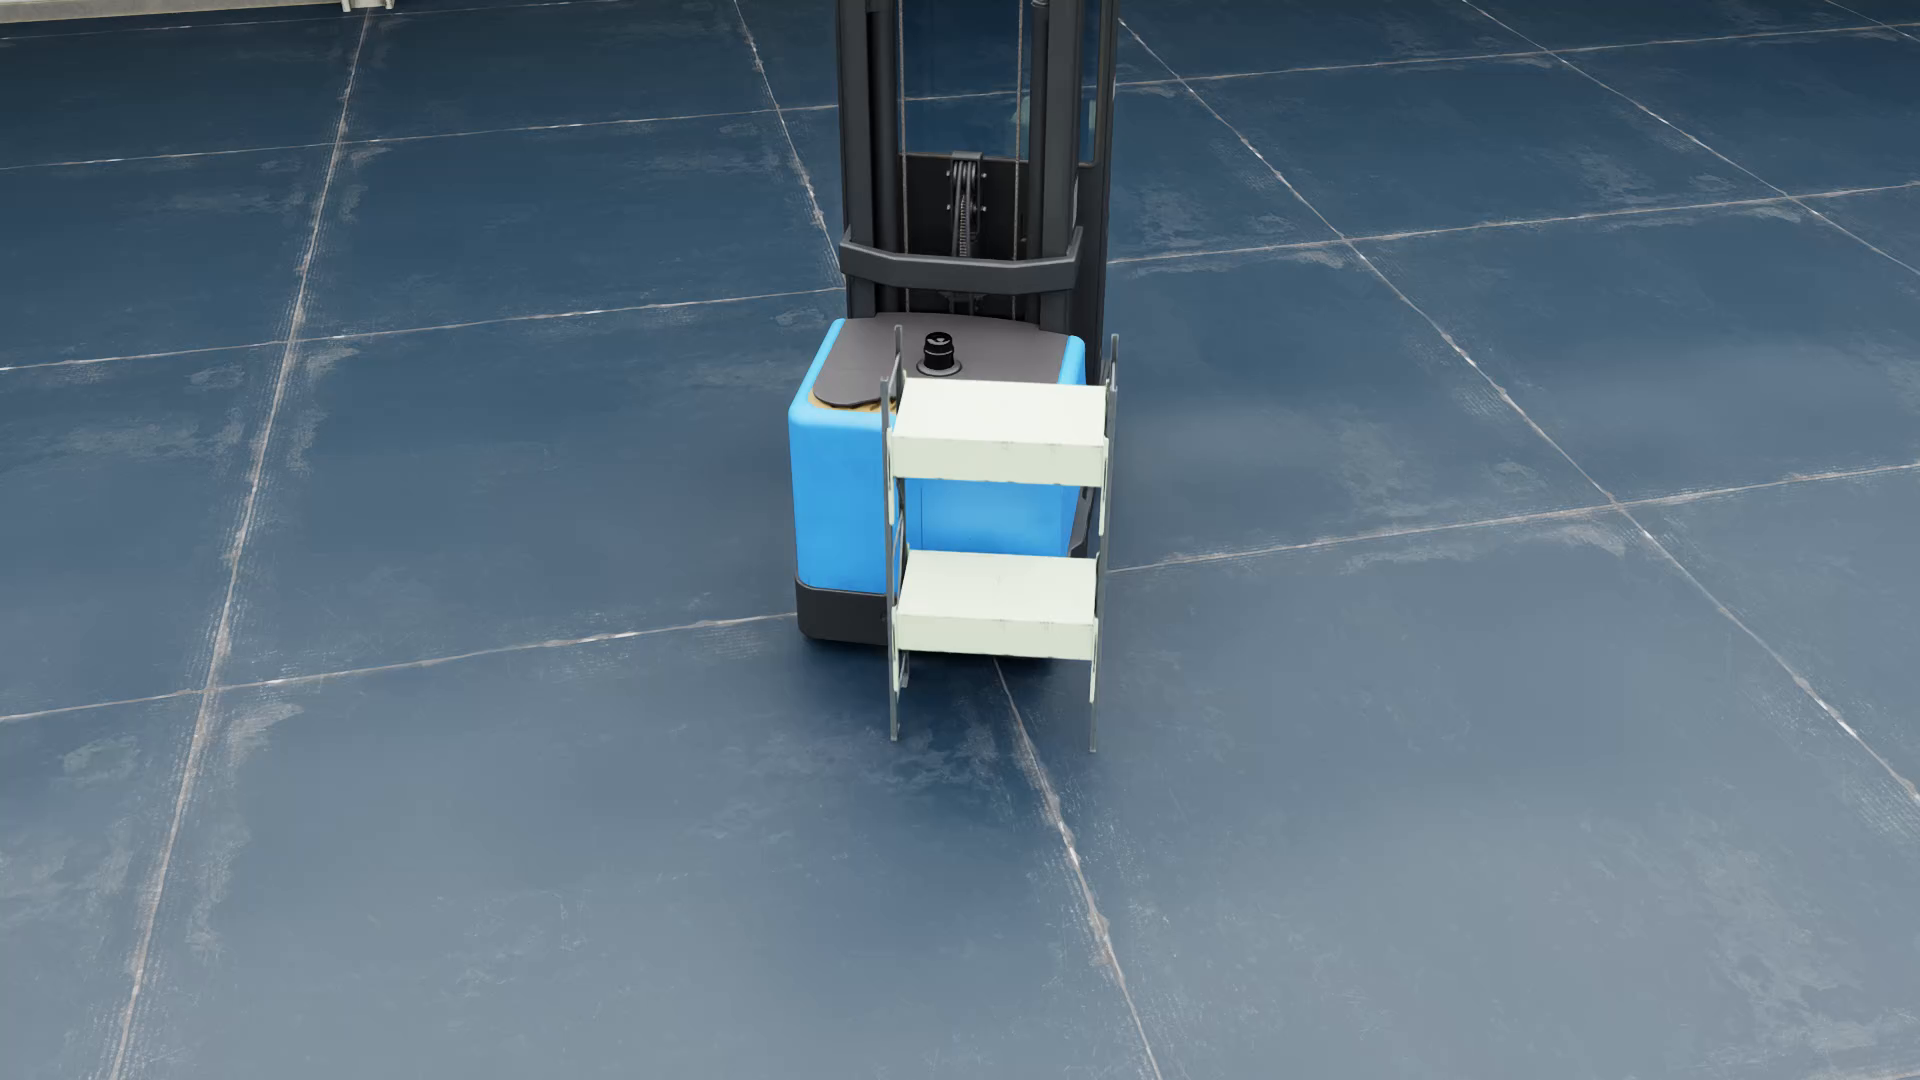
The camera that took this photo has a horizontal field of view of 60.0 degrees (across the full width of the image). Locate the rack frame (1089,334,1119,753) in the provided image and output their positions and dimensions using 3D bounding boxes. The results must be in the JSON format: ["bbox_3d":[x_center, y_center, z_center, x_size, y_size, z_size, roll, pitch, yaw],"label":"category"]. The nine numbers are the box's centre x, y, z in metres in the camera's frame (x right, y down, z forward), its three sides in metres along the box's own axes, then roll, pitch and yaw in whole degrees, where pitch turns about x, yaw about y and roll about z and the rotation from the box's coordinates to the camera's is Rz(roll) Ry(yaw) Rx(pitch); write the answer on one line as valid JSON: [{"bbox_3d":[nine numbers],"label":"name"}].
[{"bbox_3d":[0.503,0.043,5.838,0.023,1.500,0.400,3,34,4],"label":"rack frame"}]

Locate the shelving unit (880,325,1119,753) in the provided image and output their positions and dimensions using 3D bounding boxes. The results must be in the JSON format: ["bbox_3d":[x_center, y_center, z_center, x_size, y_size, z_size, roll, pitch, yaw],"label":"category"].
[{"bbox_3d":[0.139,0.025,5.866,0.755,1.500,0.431,3,34,4],"label":"shelving unit"}]

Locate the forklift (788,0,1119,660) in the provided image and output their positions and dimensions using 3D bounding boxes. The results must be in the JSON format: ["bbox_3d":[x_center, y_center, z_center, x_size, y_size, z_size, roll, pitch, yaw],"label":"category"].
[{"bbox_3d":[0.102,-1.563,6.948,1.130,2.935,3.031,5,34,8],"label":"forklift"}]

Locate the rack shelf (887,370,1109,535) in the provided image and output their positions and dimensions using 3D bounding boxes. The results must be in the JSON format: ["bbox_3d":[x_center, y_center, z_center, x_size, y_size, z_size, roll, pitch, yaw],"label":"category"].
[{"bbox_3d":[0.139,-0.301,5.650,0.720,0.370,0.431,3,34,4],"label":"rack shelf"}]

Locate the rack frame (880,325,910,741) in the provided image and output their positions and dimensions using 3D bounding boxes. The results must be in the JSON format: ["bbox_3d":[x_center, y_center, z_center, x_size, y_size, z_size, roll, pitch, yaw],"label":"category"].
[{"bbox_3d":[-0.226,0.006,5.893,0.023,1.500,0.400,3,34,4],"label":"rack frame"}]

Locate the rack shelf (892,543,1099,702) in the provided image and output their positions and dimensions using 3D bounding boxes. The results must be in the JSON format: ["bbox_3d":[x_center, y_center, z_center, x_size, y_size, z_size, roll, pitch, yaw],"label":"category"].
[{"bbox_3d":[0.139,0.296,6.046,0.720,0.370,0.431,3,34,4],"label":"rack shelf"}]

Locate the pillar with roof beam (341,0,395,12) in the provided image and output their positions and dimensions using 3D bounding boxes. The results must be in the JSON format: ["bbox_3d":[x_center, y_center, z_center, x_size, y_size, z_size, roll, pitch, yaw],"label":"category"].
[{"bbox_3d":[-4.000,-5.881,7.938,0.400,9.000,9.100,-7,35,-11],"label":"pillar with roof beam"}]
